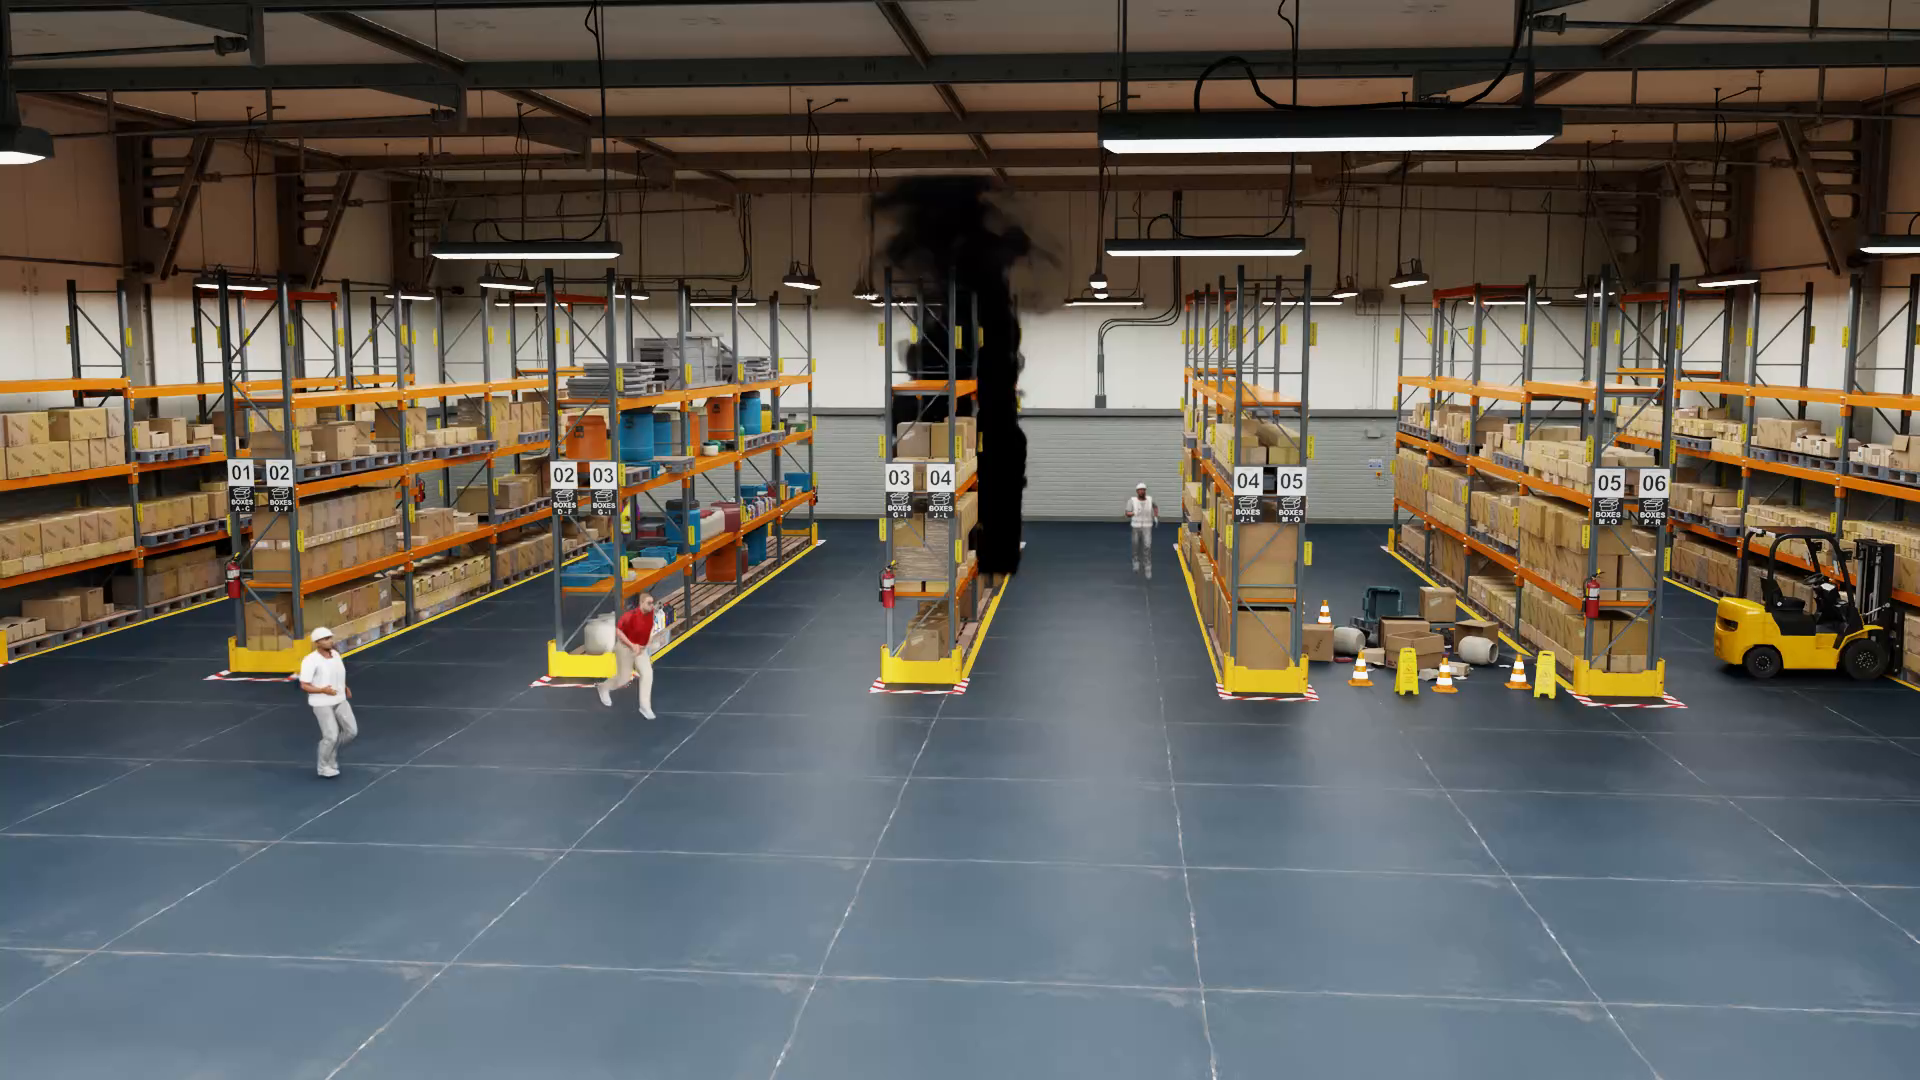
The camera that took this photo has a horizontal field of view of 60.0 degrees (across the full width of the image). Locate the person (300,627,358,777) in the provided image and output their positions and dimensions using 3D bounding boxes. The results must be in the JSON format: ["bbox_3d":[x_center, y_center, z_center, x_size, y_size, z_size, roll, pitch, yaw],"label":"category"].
[{"bbox_3d":[-7.146,1.844,18.941,0.582,1.721,0.688,3,8,25],"label":"person"}]

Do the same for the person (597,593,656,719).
[{"bbox_3d":[-4.433,1.519,22.182,1.011,1.696,0.693,4,8,29],"label":"person"}]

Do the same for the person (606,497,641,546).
[{"bbox_3d":[-6.551,-0.106,32.366,0.700,1.804,0.920,0,7,-3],"label":"person"}]

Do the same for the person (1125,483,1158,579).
[{"bbox_3d":[3.639,-0.197,33.284,0.668,1.891,0.760,0,7,3],"label":"person"}]
